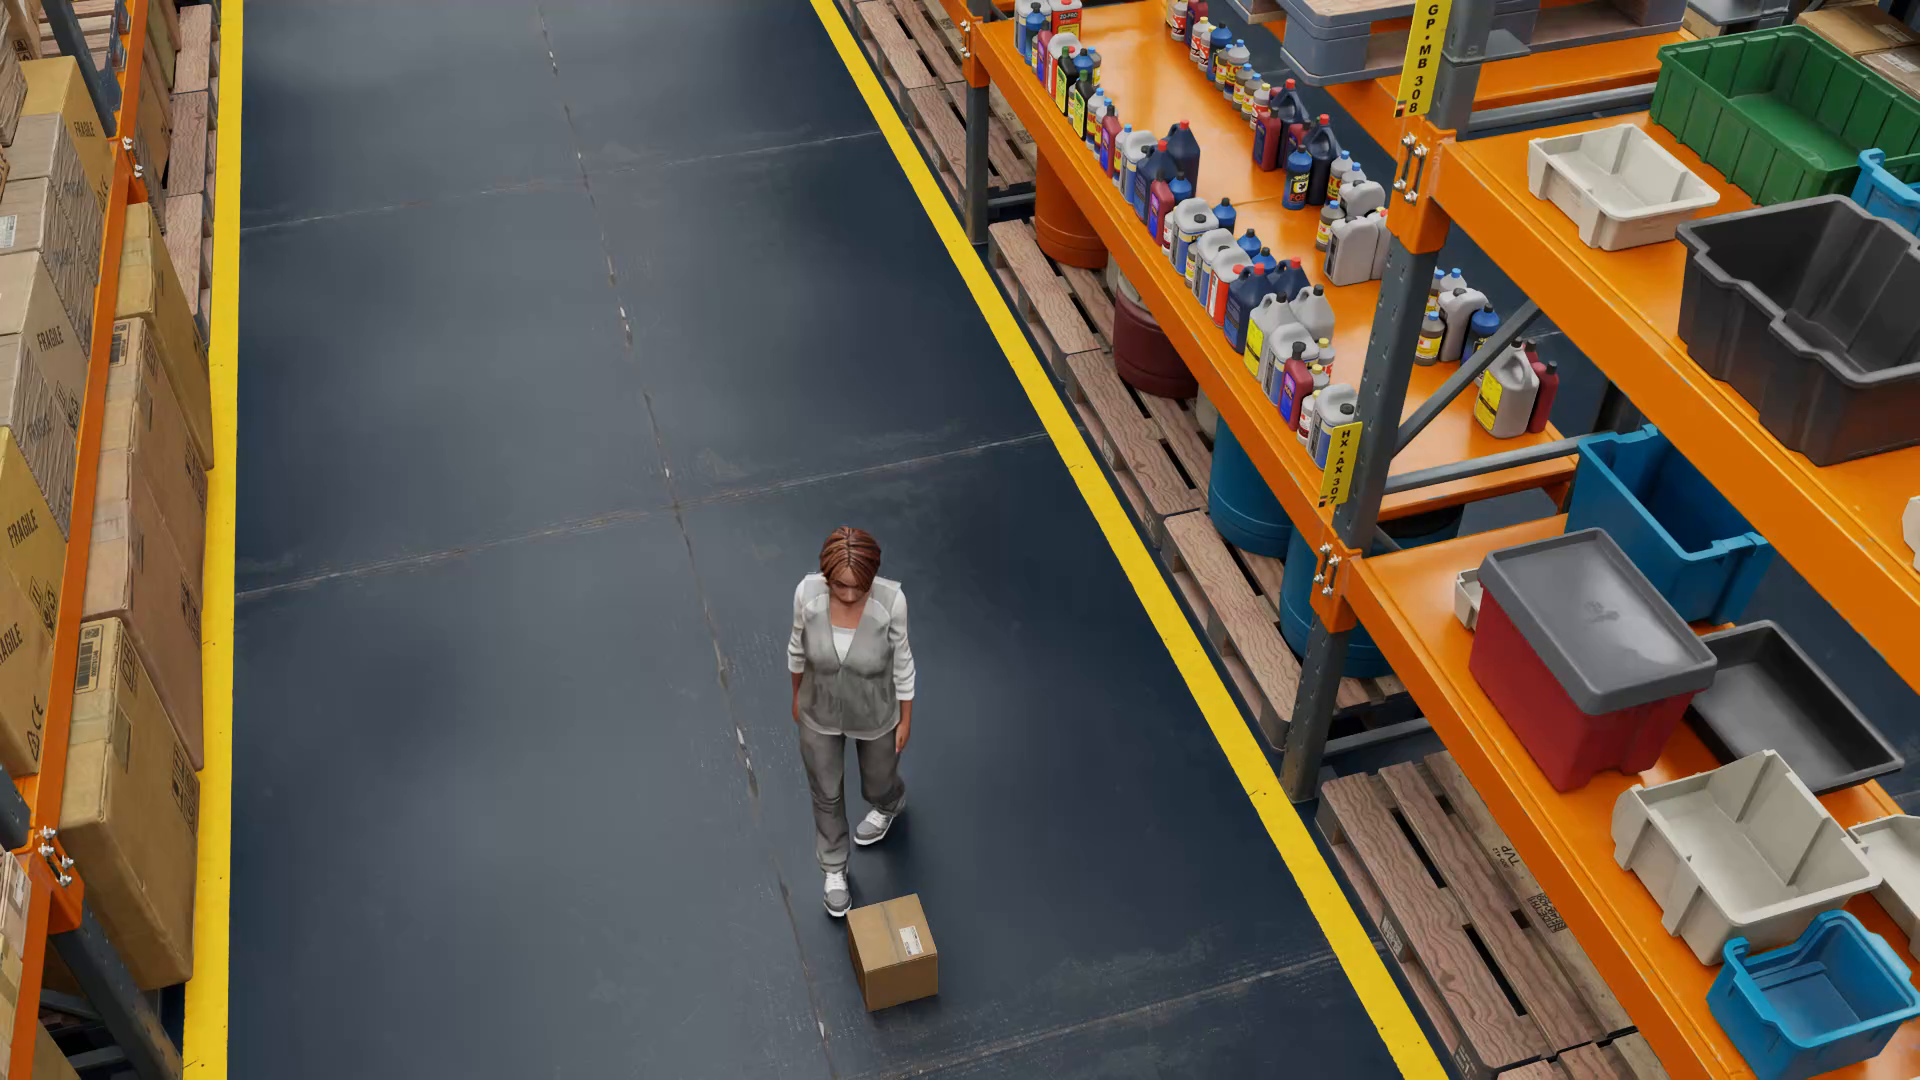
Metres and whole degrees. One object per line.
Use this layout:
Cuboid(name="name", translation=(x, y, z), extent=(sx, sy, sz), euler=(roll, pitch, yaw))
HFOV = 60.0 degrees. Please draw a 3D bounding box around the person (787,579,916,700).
Cuboid(name="person", translation=(-0.358, 0.371, 5.357), extent=(0.427, 0.541, 0.266), euler=(4, 43, 4))
